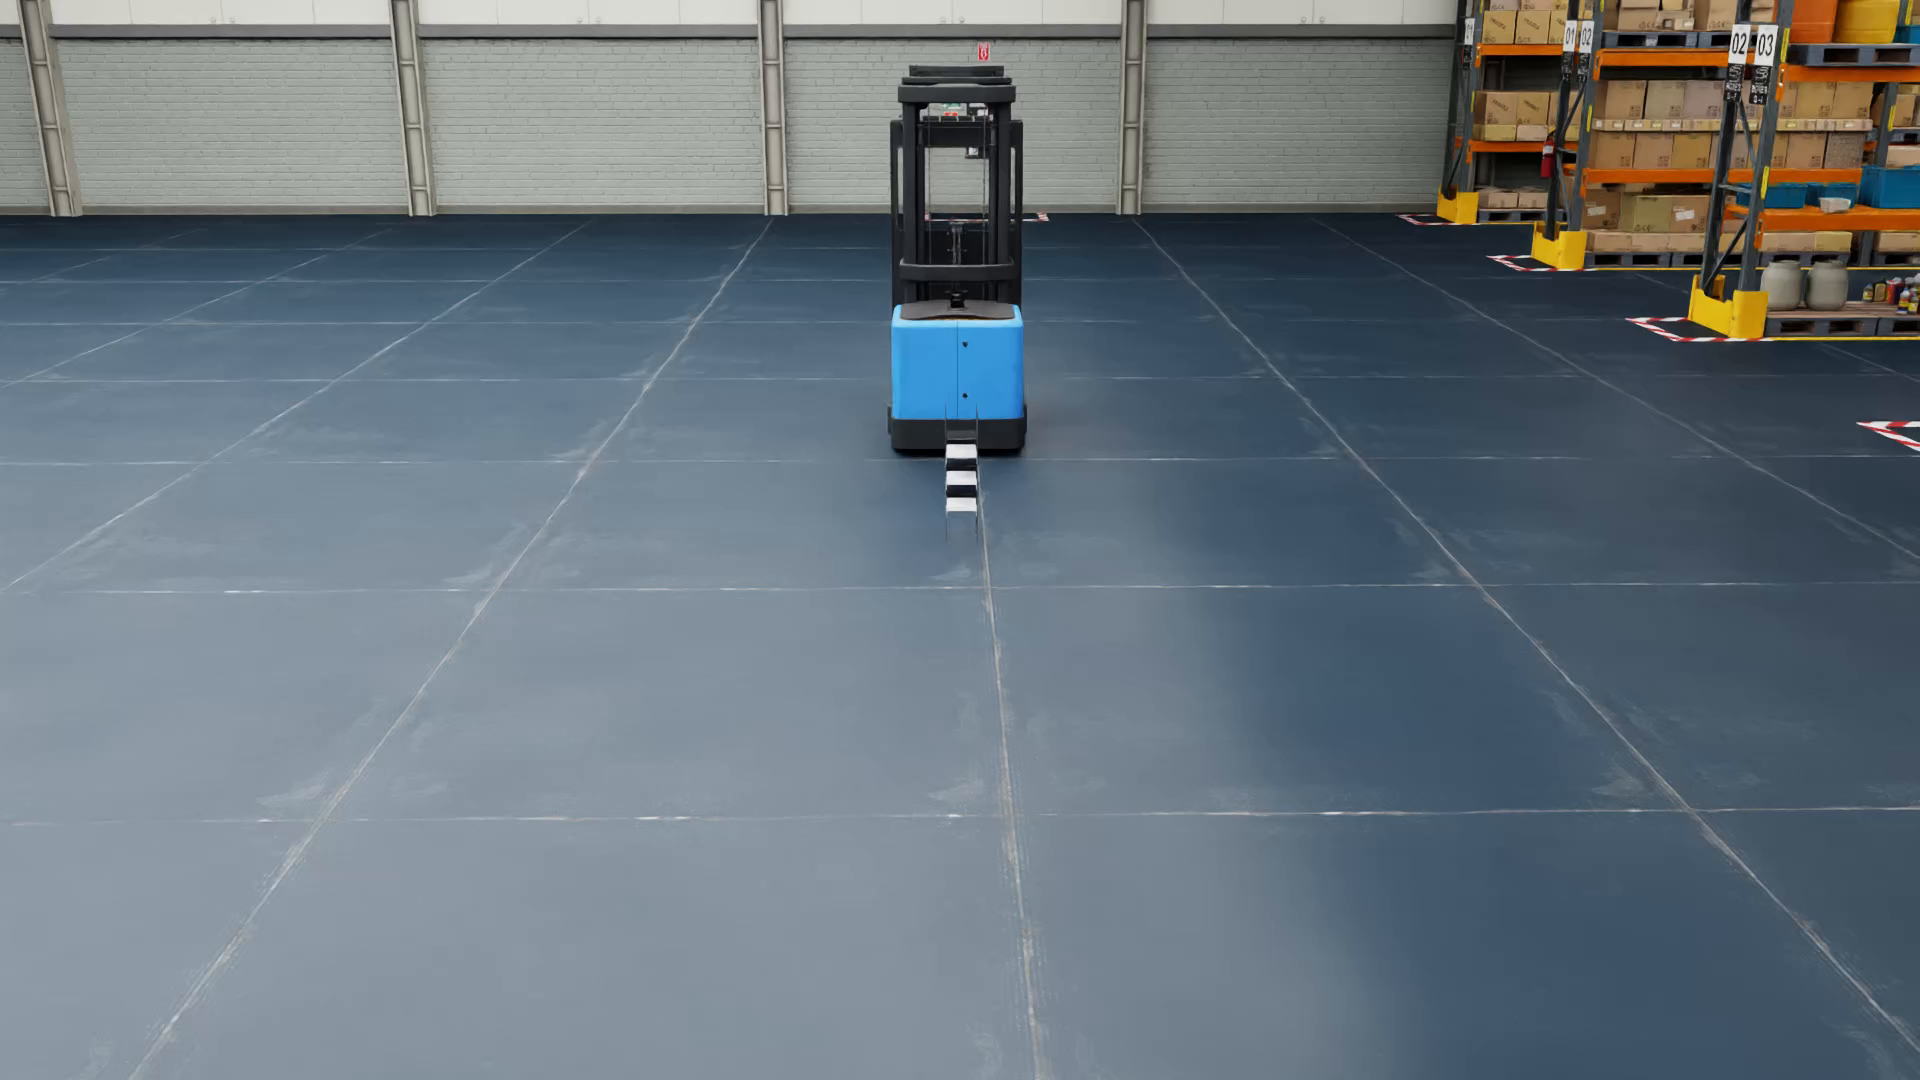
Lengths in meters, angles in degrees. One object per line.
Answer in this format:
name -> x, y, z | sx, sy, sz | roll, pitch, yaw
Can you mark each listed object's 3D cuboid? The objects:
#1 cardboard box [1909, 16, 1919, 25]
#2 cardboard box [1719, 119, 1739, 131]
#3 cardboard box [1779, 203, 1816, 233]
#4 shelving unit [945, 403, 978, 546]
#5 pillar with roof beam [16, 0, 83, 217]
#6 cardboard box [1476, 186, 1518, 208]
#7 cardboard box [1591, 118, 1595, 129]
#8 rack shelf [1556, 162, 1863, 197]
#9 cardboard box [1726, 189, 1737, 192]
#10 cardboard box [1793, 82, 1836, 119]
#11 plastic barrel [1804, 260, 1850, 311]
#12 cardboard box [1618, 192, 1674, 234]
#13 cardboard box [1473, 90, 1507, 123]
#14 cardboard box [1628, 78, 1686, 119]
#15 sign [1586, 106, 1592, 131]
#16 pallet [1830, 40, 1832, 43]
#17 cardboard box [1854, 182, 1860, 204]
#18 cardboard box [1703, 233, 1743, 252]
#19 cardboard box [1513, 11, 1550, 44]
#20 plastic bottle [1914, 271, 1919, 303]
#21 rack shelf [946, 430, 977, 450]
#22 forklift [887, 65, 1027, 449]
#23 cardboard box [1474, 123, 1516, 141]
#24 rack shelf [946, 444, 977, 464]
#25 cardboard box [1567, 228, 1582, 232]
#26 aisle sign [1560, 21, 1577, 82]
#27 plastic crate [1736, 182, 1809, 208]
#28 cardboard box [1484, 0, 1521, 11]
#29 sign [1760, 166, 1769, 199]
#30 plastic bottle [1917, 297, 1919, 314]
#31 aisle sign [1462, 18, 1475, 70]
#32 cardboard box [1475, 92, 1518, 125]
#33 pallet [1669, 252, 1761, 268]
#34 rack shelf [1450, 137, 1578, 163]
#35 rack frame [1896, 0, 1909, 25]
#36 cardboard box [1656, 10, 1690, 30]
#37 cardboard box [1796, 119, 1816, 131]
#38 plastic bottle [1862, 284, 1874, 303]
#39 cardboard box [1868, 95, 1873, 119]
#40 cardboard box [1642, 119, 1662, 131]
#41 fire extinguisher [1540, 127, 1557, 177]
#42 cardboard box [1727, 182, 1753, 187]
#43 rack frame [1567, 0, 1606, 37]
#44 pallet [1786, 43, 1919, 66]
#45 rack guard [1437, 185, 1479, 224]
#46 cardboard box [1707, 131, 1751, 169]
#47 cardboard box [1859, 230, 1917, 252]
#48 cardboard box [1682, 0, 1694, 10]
cardboard box -> 12.887, -6.837, 22.097 | 0.500, 0.250, 0.500 | 2, 18, 5
cardboard box -> 10.204, -5.561, 22.245 | 0.250, 0.149, 0.380 | 0, 18, 0
cardboard box -> 11.311, -4.460, 22.626 | 0.500, 0.500, 0.500 | 0, 18, -1
shelving unit -> 0.008, -0.429, 10.910 | 0.210, 0.900, 0.258 | 0, 18, -1
pillar with roof beam -> -15.053, -8.467, 22.711 | 0.400, 9.000, 9.100 | 0, 18, -1
cardboard box -> 8.883, -5.679, 27.521 | 0.500, 0.311, 0.500 | -2, 18, -7
cardboard box -> 8.651, -5.677, 22.609 | 0.250, 0.149, 0.380 | -1, 18, -2
rack shelf -> 10.271, -4.928, 22.676 | 4.000, 0.370, 1.077 | 0, 18, -1
cardboard box -> 10.803, -4.616, 23.114 | 0.500, 0.500, 0.500 | 0, 18, -1
cardboard box -> 11.322, -5.939, 22.362 | 0.500, 0.500, 0.700 | 0, 18, -1
plastic barrel -> 9.504, -2.792, 18.226 | 0.421, 0.512, 0.421 | 0, 18, 0
cardboard box -> 9.311, -4.446, 22.583 | 0.500, 0.500, 0.500 | 0, 18, -1
cardboard box -> 8.658, -7.136, 27.367 | 0.500, 0.500, 0.500 | 0, 18, -1
cardboard box -> 9.317, -5.929, 22.332 | 0.500, 0.500, 0.700 | -1, 18, -2
sign -> 8.274, -5.541, 21.864 | 0.005, 0.325, 0.100 | 0, 18, -1
pallet -> 11.419, -6.654, 22.114 | 1.213, 0.211, 1.003 | 0, 18, -1
cardboard box -> 14.953, -5.845, 27.730 | 0.500, 0.500, 0.700 | 0, 18, -1
cardboard box -> 10.311, -4.093, 22.709 | 0.500, 0.250, 0.500 | 0, 18, -1
cardboard box -> 9.066, -8.176, 26.517 | 0.500, 0.500, 0.500 | 1, 18, 3
plastic bottle -> 10.732, -2.834, 18.589 | 0.185, 0.351, 0.144 | 0, 18, 1
rack shelf -> 0.008, -0.654, 10.838 | 0.200, 0.077, 0.258 | 0, 18, -1
forklift -> -0.031, -2.505, 14.057 | 1.130, 2.935, 3.031 | 0, 18, 0
cardboard box -> 8.683, -6.617, 26.978 | 0.500, 0.250, 0.500 | -1, 18, -2
rack shelf -> 0.008, -0.568, 10.865 | 0.200, 0.077, 0.258 | 0, 18, -1
cardboard box -> 8.803, -4.244, 23.182 | 0.500, 0.250, 0.500 | 0, 18, -1
aisle sign -> 8.201, -6.588, 22.418 | 0.004, 0.787, 0.394 | 0, 18, -1
plastic crate -> 8.842, -3.771, 18.135 | 0.616, 0.251, 0.499 | 0, 18, -1
cardboard box -> 8.579, -8.663, 26.398 | 0.500, 0.500, 0.500 | -2, 18, -5
sign -> 8.351, -3.712, 17.254 | 0.005, 0.325, 0.100 | 0, 18, -1
plastic bottle -> 10.391, -2.573, 17.885 | 0.133, 0.283, 0.061 | 0, 18, 0
aisle sign -> 8.123, -7.920, 26.569 | 0.004, 0.787, 0.394 | 0, 18, -1
cardboard box -> 8.672, -6.979, 26.879 | 0.500, 0.500, 0.500 | 0, 18, -1
pallet -> 10.253, -3.954, 23.029 | 1.213, 0.211, 1.003 | 0, 18, -1
rack shelf -> 10.190, -6.441, 27.393 | 4.000, 0.370, 1.077 | 0, 18, -1
rack frame -> 12.271, -8.137, 21.680 | 0.127, 3.000, 1.000 | 0, 18, -1
cardboard box -> 9.419, -6.970, 22.284 | 0.500, 0.250, 0.500 | 0, 18, -1
cardboard box -> 11.231, -5.566, 22.261 | 0.250, 0.149, 0.380 | 0, 18, -1
plastic bottle -> 10.176, -2.768, 18.626 | 0.097, 0.201, 0.097 | 0, 18, 0
cardboard box -> 14.474, -7.051, 27.234 | 0.500, 0.500, 0.700 | 0, 18, -1
cardboard box -> 9.181, -5.556, 22.232 | 0.250, 0.149, 0.380 | 0, 18, -1
fire extinguisher -> 8.146, -5.365, 22.989 | 0.183, 0.674, 0.296 | 0, 18, -1
cardboard box -> 12.925, -5.821, 27.654 | 0.500, 0.500, 0.700 | 0, 18, 1
rack frame -> 8.272, -8.117, 21.620 | 0.127, 3.000, 1.000 | 0, 18, -1
pallet -> 9.175, -5.060, 17.310 | 1.213, 0.211, 1.003 | 0, 18, -1
rack guard -> 8.266, -5.584, 27.636 | 0.348, 0.500, 1.175 | 0, 18, -1
cardboard box -> 10.287, -5.315, 22.542 | 0.500, 0.500, 0.700 | 0, 18, 1
cardboard box -> 12.678, -4.097, 22.723 | 0.500, 0.250, 0.500 | -1, 18, -2
cardboard box -> 11.693, -8.669, 26.418 | 0.500, 0.500, 0.500 | -2, 18, -6
